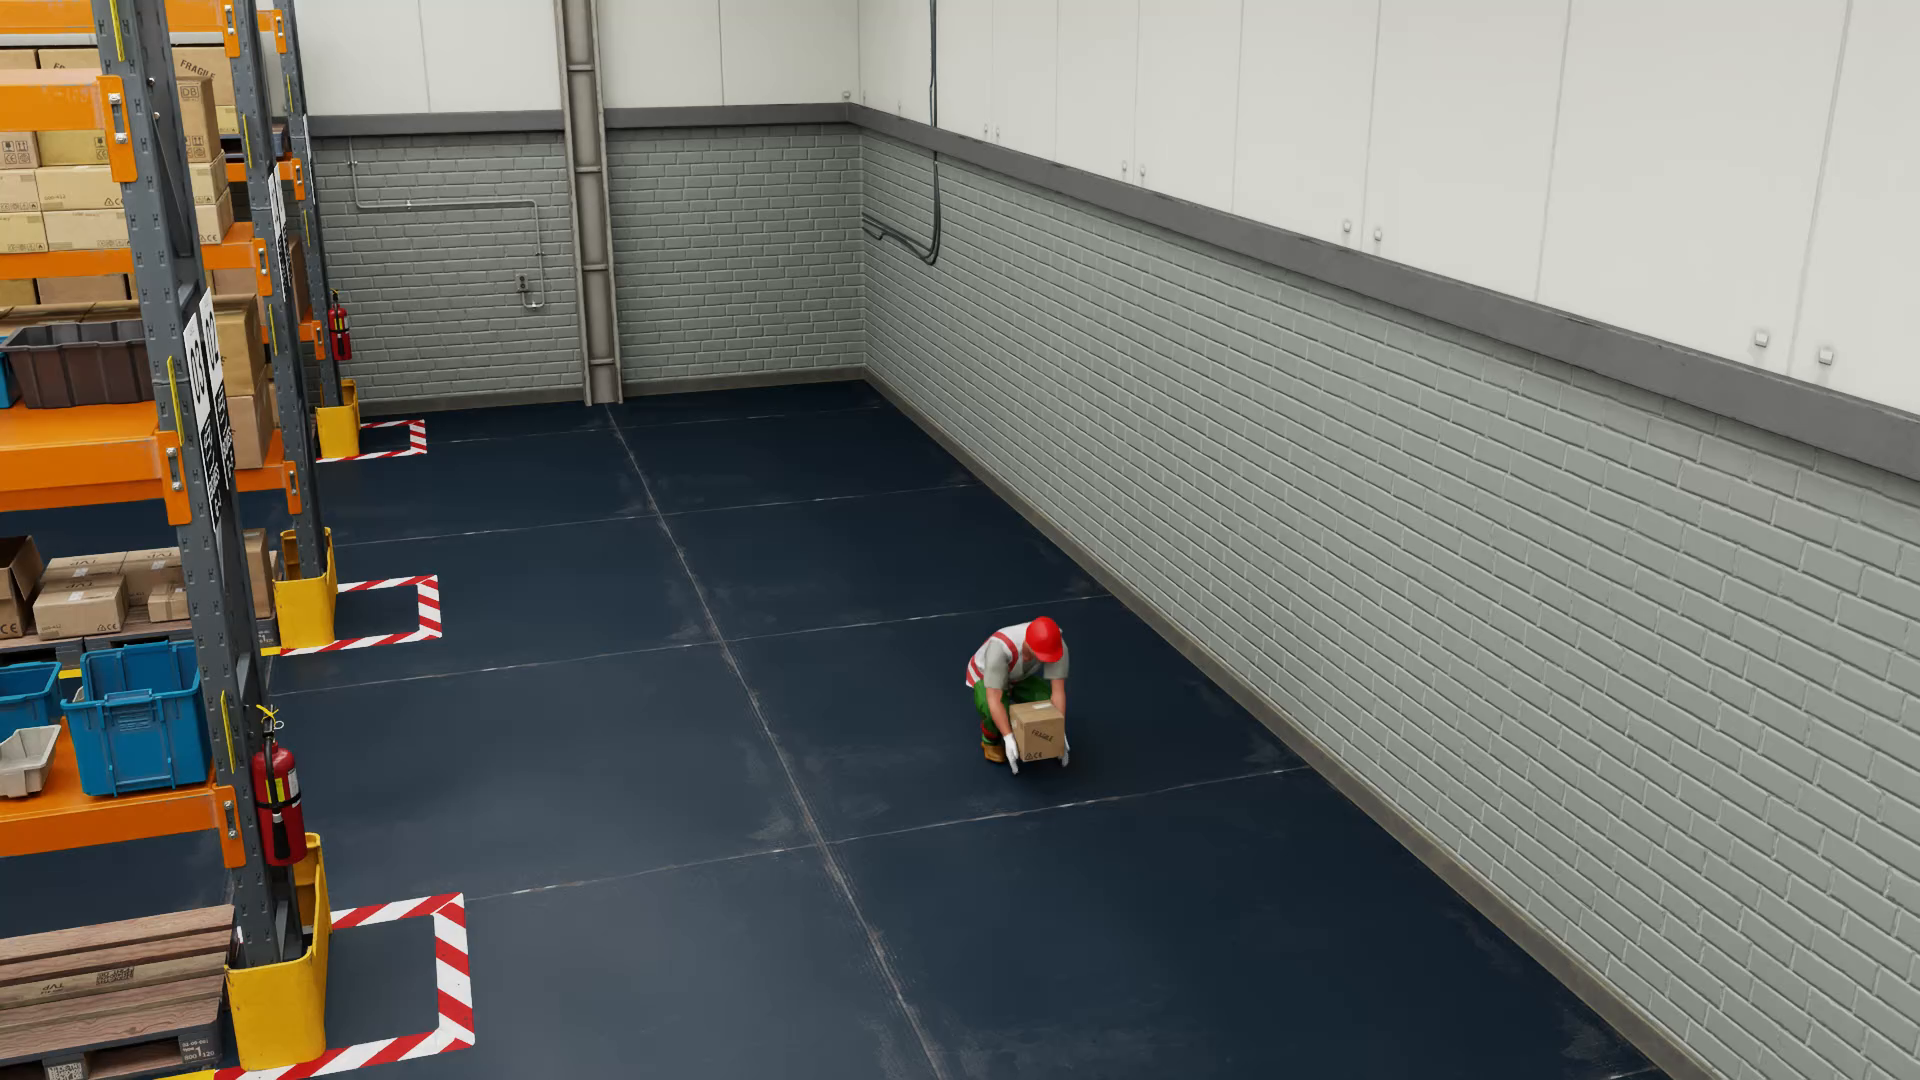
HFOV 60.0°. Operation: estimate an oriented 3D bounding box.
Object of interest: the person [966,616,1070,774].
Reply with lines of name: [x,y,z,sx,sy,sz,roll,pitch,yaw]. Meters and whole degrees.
person: [0.356,0.841,9.823,0.549,0.995,0.865,-6,20,-18]
